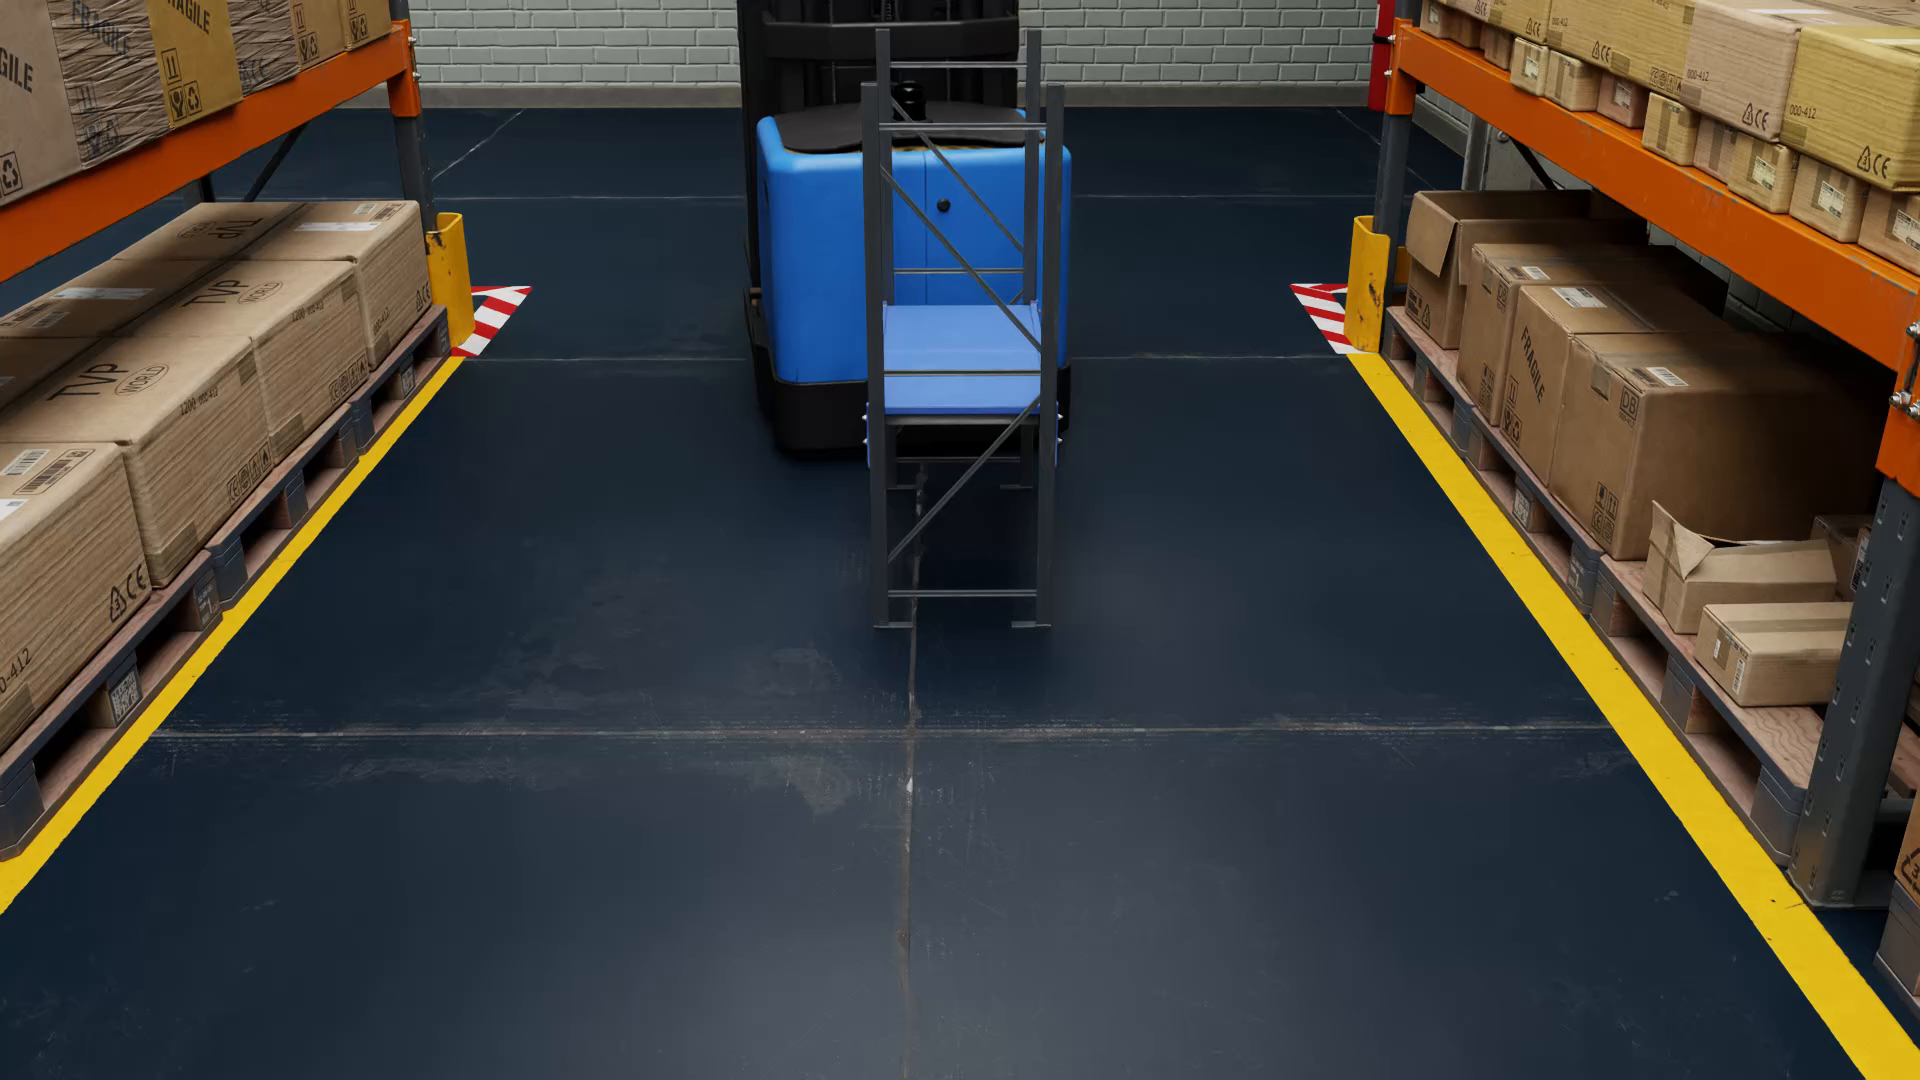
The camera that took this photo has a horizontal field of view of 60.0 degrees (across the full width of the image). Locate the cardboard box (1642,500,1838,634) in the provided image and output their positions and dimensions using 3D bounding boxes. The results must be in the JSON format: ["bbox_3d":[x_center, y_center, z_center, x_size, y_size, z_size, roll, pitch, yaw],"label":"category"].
[{"bbox_3d":[1.995,0.070,4.264,0.396,0.266,0.258,1,24,1],"label":"cardboard box"}]

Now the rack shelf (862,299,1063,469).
[{"bbox_3d":[0.001,-0.484,4.937,0.538,0.185,1.000,0,24,-1],"label":"rack shelf"}]

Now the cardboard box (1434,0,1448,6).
[{"bbox_3d":[1.991,-2.137,6.155,0.500,0.250,0.500,0,24,0],"label":"cardboard box"}]

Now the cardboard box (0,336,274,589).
[{"bbox_3d":[-2.574,-0.238,4.735,0.875,0.438,0.875,-1,24,-2],"label":"cardboard box"}]

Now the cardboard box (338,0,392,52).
[{"bbox_3d":[-2.438,-2.082,6.092,0.500,0.500,0.500,0,24,0],"label":"cardboard box"}]

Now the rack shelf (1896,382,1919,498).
[{"bbox_3d":[2.321,0.542,1.284,1.077,0.370,4.000,0,24,-1],"label":"rack shelf"}]

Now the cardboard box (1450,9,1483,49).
[{"bbox_3d":[2.033,-1.902,6.120,0.380,0.149,0.250,0,24,1],"label":"cardboard box"}]

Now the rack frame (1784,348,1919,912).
[{"bbox_3d":[2.299,-0.609,2.958,1.000,3.000,0.127,0,24,-1],"label":"rack frame"}]

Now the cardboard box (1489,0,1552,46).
[{"bbox_3d":[2.005,-1.720,5.234,0.500,0.250,0.500,-1,24,-2],"label":"cardboard box"}]

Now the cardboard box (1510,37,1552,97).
[{"bbox_3d":[1.949,-1.476,5.177,0.380,0.149,0.250,-1,24,-2],"label":"cardboard box"}]

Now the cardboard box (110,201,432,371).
[{"bbox_3d":[-2.601,-0.986,6.390,0.875,0.438,0.875,-1,24,-2],"label":"cardboard box"}]

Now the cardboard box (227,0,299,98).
[{"bbox_3d":[-2.432,-1.663,5.166,0.500,0.500,0.500,0,24,1],"label":"cardboard box"}]

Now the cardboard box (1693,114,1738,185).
[{"bbox_3d":[2.015,-0.948,4.010,0.380,0.149,0.250,0,24,1],"label":"cardboard box"}]

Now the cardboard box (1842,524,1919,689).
[{"bbox_3d":[2.528,0.151,4.029,0.500,0.311,0.500,1,24,1],"label":"cardboard box"}]

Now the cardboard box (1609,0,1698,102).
[{"bbox_3d":[2.037,-1.297,4.300,0.500,0.250,0.500,0,24,-1],"label":"cardboard box"}]

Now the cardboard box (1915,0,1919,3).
[{"bbox_3d":[2.551,-1.089,3.838,0.500,0.250,0.500,0,24,-1],"label":"cardboard box"}]

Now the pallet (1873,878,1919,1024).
[{"bbox_3d":[2.345,0.996,2.792,1.003,0.211,1.213,0,24,-1],"label":"pallet"}]

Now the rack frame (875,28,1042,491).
[{"bbox_3d":[-0.005,-0.858,5.326,0.500,1.500,0.032,0,24,-1],"label":"rack frame"}]

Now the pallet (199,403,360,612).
[{"bbox_3d":[-2.611,-0.133,5.287,1.003,0.211,1.213,0,24,-1],"label":"pallet"}]

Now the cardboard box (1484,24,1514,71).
[{"bbox_3d":[2.013,-1.689,5.650,0.380,0.149,0.250,0,24,1],"label":"cardboard box"}]

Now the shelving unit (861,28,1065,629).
[{"bbox_3d":[0.001,-0.648,4.863,0.538,1.500,1.048,0,24,-1],"label":"shelving unit"}]

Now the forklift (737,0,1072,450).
[{"bbox_3d":[-0.356,-2.226,6.616,1.130,2.935,3.031,-4,25,-9],"label":"forklift"}]

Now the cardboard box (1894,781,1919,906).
[{"bbox_3d":[2.079,0.538,2.943,0.500,0.500,0.500,1,24,2],"label":"cardboard box"}]

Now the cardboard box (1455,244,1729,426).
[{"bbox_3d":[2.138,-0.705,5.693,0.700,0.500,0.500,1,24,2],"label":"cardboard box"}]

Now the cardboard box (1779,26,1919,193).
[{"bbox_3d":[2.049,-0.885,3.389,0.500,0.250,0.500,0,24,1],"label":"cardboard box"}]

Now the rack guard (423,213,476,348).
[{"bbox_3d":[-2.708,-1.105,7.086,1.175,0.500,0.348,0,24,-1],"label":"rack guard"}]

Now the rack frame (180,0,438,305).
[{"bbox_3d":[-2.708,-2.234,6.549,1.000,3.000,0.127,0,24,-1],"label":"rack frame"}]

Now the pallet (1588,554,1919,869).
[{"bbox_3d":[2.292,0.378,4.158,1.003,0.211,1.213,0,24,-1],"label":"pallet"}]

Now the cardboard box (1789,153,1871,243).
[{"bbox_3d":[2.018,-0.732,3.534,0.380,0.149,0.250,0,24,1],"label":"cardboard box"}]

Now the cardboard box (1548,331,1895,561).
[{"bbox_3d":[2.149,-0.278,4.747,0.700,0.500,0.500,-1,24,-3],"label":"cardboard box"}]

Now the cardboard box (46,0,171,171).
[{"bbox_3d":[-2.408,-1.238,4.226,0.500,0.500,0.500,0,24,0],"label":"cardboard box"}]

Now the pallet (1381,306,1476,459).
[{"bbox_3d":[2.266,-0.627,6.381,1.003,0.211,1.213,0,24,-1],"label":"pallet"}]

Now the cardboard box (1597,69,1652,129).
[{"bbox_3d":[2.044,-1.261,4.703,0.380,0.149,0.250,0,24,-1],"label":"cardboard box"}]
